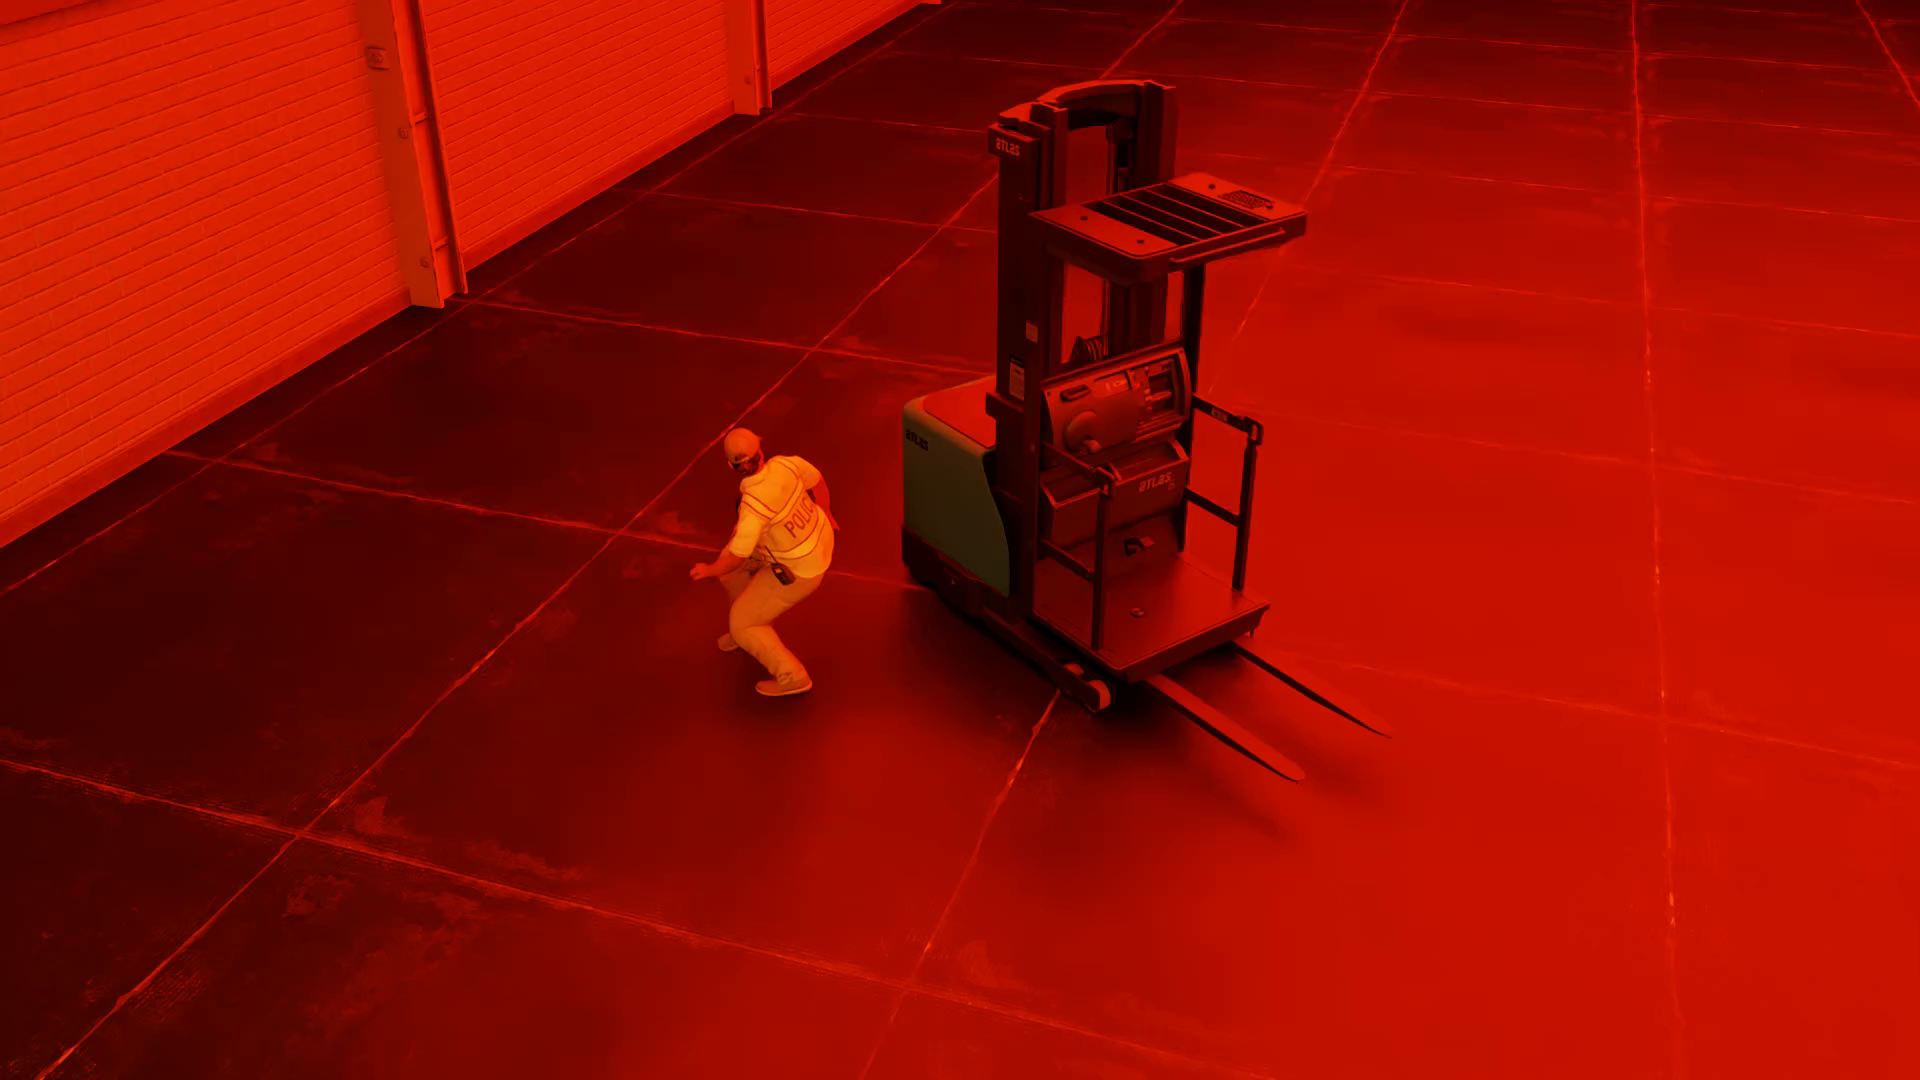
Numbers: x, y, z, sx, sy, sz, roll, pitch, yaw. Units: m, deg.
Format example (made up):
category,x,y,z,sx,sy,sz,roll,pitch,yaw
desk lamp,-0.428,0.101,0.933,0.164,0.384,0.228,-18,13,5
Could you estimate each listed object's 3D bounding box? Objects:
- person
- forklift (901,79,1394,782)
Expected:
category,x,y,z,sx,sy,sz,roll,pitch,yaw
person,-1.011,0.054,8.565,0.718,1.463,0.708,4,30,7
forklift,0.934,-0.665,8.303,1.130,2.935,3.031,-20,35,-31
